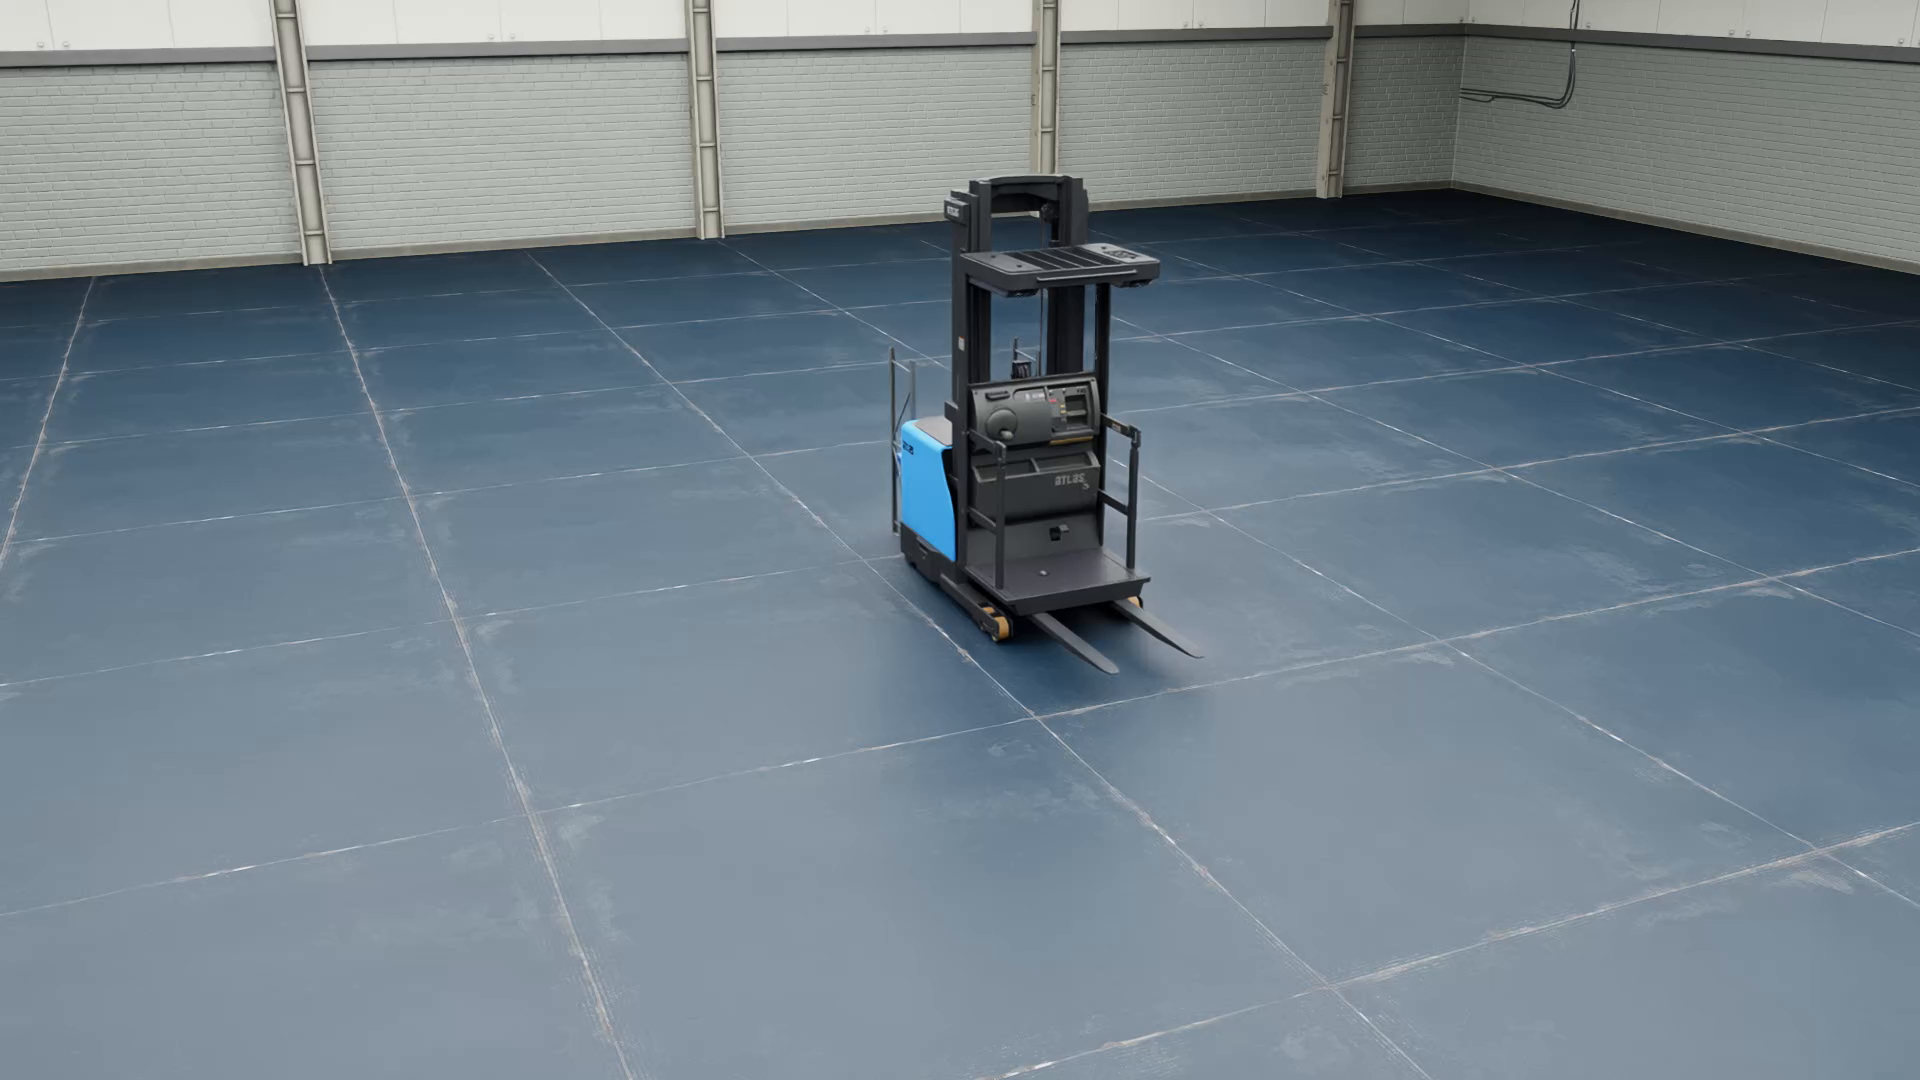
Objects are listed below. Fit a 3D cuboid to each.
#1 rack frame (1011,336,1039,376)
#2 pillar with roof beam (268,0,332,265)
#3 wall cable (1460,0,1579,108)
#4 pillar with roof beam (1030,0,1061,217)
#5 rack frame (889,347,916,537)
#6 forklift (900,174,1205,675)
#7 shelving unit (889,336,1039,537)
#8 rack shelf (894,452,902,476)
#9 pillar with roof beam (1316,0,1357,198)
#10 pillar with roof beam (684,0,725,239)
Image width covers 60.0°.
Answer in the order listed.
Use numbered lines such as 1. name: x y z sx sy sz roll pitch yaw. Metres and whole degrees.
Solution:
1. rack frame: 0.511 -0.813 13.072 0.032 1.500 0.500 -7 21 -20
2. pillar with roof beam: -7.850 -7.054 19.507 0.400 9.000 9.100 -8 21 -22
3. wall cable: 10.201 -9.255 30.432 0.112 2.526 3.097 -8 21 -22
4. pillar with roof beam: 3.169 -8.633 23.990 0.400 9.000 9.100 -8 21 -22
5. rack frame: -0.435 -0.688 12.719 0.032 1.500 0.500 -7 21 -20
6. forklift: 0.607 -0.868 11.073 1.130 2.935 3.031 -8 21 -22
7. shelving unit: 0.038 -0.751 12.895 1.048 1.500 0.538 -7 21 -20
8. rack shelf: 0.038 -0.581 12.955 1.000 0.185 0.538 -7 21 -20
9. pillar with roof beam: 8.678 -9.422 26.232 0.400 9.000 9.100 -8 21 -22
10. pillar with roof beam: -2.341 -7.843 21.749 0.400 9.000 9.100 -8 21 -22
